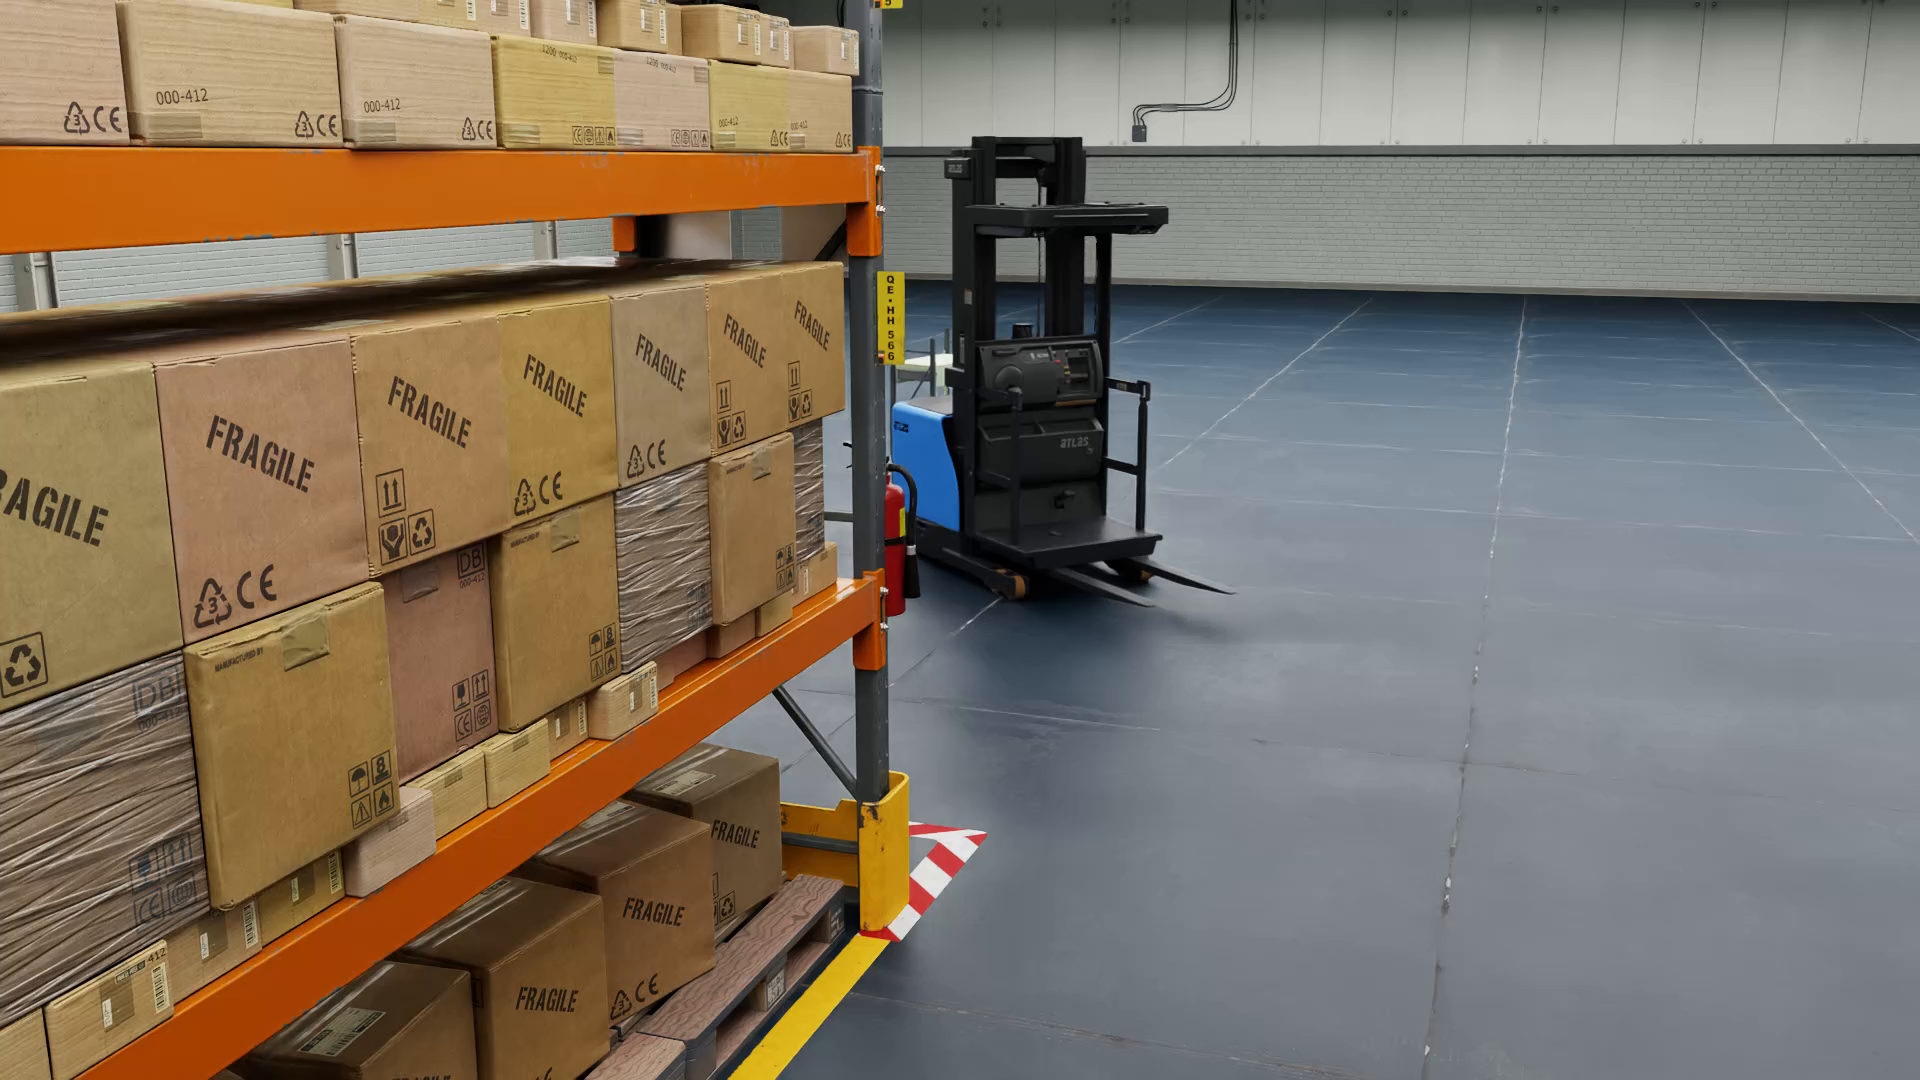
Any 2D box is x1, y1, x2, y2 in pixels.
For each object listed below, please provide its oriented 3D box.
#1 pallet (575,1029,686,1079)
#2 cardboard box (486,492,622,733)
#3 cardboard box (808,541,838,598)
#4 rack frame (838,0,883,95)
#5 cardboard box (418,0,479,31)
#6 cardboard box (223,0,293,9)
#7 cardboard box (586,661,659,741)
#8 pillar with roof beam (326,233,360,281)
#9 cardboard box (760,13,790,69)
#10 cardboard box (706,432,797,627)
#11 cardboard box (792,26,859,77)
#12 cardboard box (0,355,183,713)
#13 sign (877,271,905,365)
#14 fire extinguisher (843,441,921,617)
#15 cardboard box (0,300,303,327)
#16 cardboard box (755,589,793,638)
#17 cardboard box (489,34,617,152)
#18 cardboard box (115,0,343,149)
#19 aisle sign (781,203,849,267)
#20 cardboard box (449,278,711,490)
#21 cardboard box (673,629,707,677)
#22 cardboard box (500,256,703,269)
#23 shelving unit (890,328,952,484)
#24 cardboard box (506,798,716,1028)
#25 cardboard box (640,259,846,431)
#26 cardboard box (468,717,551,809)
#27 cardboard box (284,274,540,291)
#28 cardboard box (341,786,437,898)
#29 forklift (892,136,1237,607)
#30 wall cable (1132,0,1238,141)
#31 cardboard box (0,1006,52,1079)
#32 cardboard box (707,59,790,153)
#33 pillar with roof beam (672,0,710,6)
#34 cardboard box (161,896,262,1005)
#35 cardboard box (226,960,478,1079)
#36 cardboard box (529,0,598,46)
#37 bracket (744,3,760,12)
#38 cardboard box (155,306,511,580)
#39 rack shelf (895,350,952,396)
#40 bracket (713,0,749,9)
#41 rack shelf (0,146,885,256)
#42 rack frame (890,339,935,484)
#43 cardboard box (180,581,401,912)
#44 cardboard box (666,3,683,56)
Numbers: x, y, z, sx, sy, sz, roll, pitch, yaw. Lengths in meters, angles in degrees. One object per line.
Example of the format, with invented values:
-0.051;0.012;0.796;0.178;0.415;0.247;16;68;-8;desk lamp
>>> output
-1.478;1.694;4.590;1.003;0.211;1.213;4;14;18;pallet
-1.389;0.135;4.263;0.875;0.500;0.500;4;14;18;cardboard box
-0.658;0.092;5.910;0.380;0.149;0.250;4;14;18;cardboard box
-0.761;-3.030;5.542;1.000;3.000;0.127;4;14;18;rack frame
-1.272;-1.171;3.576;0.380;0.149;0.250;4;13;17;cardboard box
-1.490;-1.065;3.112;0.380;0.149;0.250;5;14;20;cardboard box
-1.044;0.415;4.493;0.380;0.149;0.250;4;14;18;cardboard box
-6.016;-7.499;25.119;9.100;9.000;0.400;4;14;18;pillar with roof beam
-0.735;-1.496;5.004;0.380;0.149;0.250;4;13;16;cardboard box
-1.013;-0.072;5.168;0.875;0.500;0.500;4;14;18;cardboard box
-0.555;-1.608;5.494;0.380;0.149;0.250;4;14;18;cardboard box
-1.669;-0.021;2.699;0.500;0.500;0.500;4;14;18;cardboard box
-0.242;-0.780;5.852;0.100;0.325;0.005;4;14;18;sign
-0.288;-0.059;6.179;0.296;0.674;0.183;4;14;18;fire extinguisher
-1.847;-0.270;3.789;0.500;0.500;0.500;4;14;18;cardboard box
-0.771;0.201;5.432;0.380;0.149;0.250;4;14;18;cardboard box
-1.167;-1.056;3.971;0.500;0.250;0.500;4;13;17;cardboard box
-1.501;-0.841;3.027;0.500;0.250;0.500;4;14;18;cardboard box
-0.457;-1.364;5.883;0.394;0.787;0.004;4;14;18;aisle sign
-1.026;-0.442;4.545;0.500;0.500;0.500;4;14;18;cardboard box
-0.987;0.302;4.989;0.380;0.149;0.250;4;14;18;cardboard box
-1.197;-0.691;5.633;0.500;0.500;0.500;4;14;18;cardboard box
-0.152;-0.839;12.795;0.431;1.500;0.755;8;15;32;shelving unit
-1.140;1.167;5.308;0.500;0.500;0.500;9;15;33;cardboard box
-0.705;-0.653;5.469;0.500;0.500;0.500;4;14;18;cardboard box
-1.228;0.519;4.039;0.380;0.149;0.250;4;14;18;cardboard box
-1.526;-0.481;4.712;0.500;0.500;0.500;4;14;18;cardboard box
-1.361;0.626;3.568;0.380;0.149;0.250;4;14;18;cardboard box
0.652;-1.152;10.948;1.130;2.935;3.031;-7;15;-29;forklift
4.975;-11.832;36.460;2.305;6.003;0.169;4;14;18;wall cable
-1.701;0.835;2.651;0.380;0.149;0.250;4;14;18;cardboard box
-0.835;-1.270;4.906;0.500;0.250;0.500;4;14;19;cardboard box
-2.134;-10.025;36.189;9.100;9.000;0.548;4;14;18;pillar with roof beam
-1.553;0.729;3.117;0.380;0.149;0.250;4;14;18;cardboard box
-1.583;1.412;4.236;0.500;0.500;0.500;3;13;13;cardboard box
-1.116;-1.281;4.058;0.380;0.149;0.250;4;13;16;cardboard box
-4.970;-12.651;39.604;0.235;0.232;0.430;4;14;18;bracket
-1.346;-0.232;3.622;0.500;0.500;0.500;4;14;18;cardboard box
-0.152;-1.220;12.708;0.431;0.370;0.720;8;15;32;rack shelf
-5.161;-12.527;39.059;0.076;0.066;3.189;4;14;18;bracket
-1.408;-0.796;4.111;1.077;0.370;4.000;4;14;18;rack shelf
-0.354;-0.771;12.497;0.400;1.500;0.023;8;15;32;rack frame
-1.656;0.350;3.321;0.875;0.500;0.500;4;14;18;cardboard box
-0.992;-1.399;4.576;0.380;0.149;0.250;5;14;19;cardboard box
